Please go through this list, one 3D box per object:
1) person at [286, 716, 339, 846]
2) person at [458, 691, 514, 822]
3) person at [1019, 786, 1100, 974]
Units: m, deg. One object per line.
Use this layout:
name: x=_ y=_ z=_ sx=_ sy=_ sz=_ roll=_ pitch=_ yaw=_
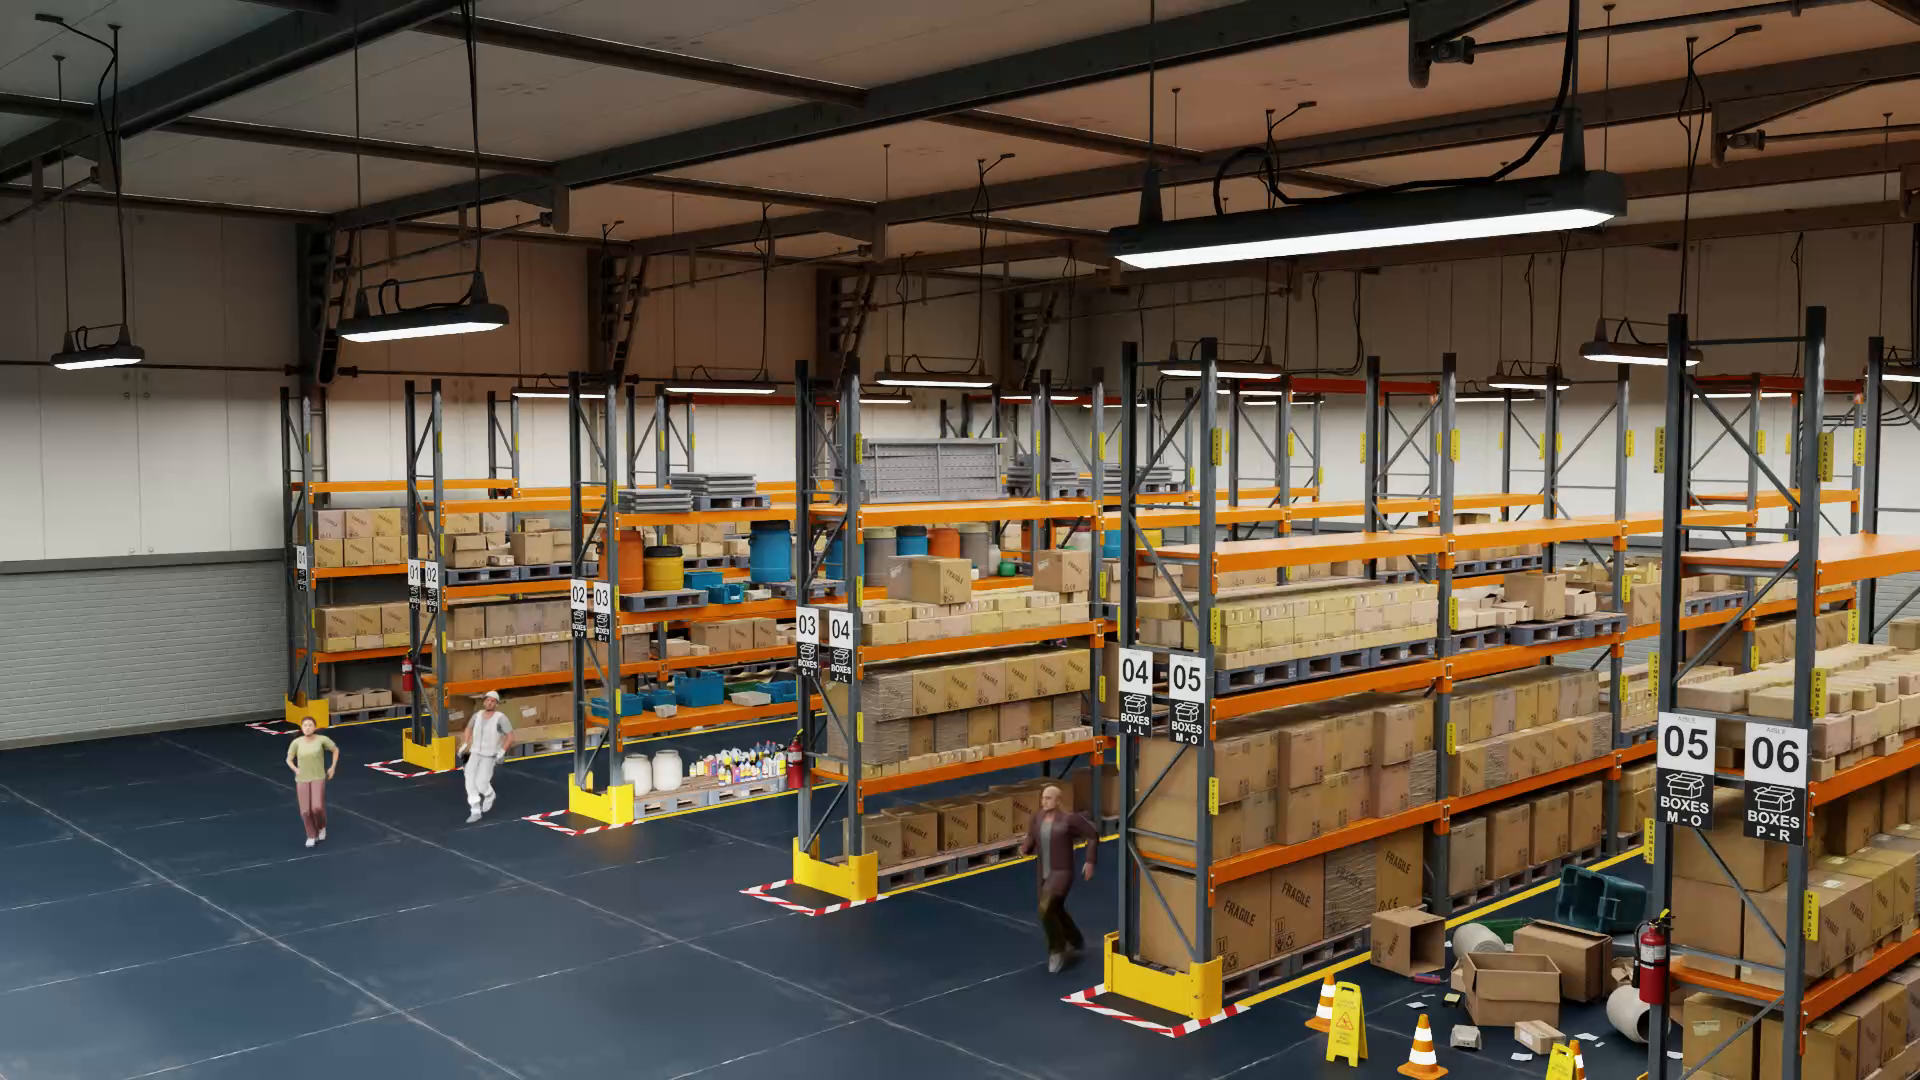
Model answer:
person: x=-8.101 y=3.017 z=20.785 sx=0.602 sy=1.638 sz=0.544 roll=-1 pitch=4 yaw=-14
person: x=-6.353 y=2.886 z=22.248 sx=0.717 sy=1.734 sz=0.547 roll=1 pitch=4 yaw=15
person: x=0.939 y=3.264 z=16.134 sx=0.871 sy=1.782 sz=0.718 roll=-4 pitch=5 yaw=-44
